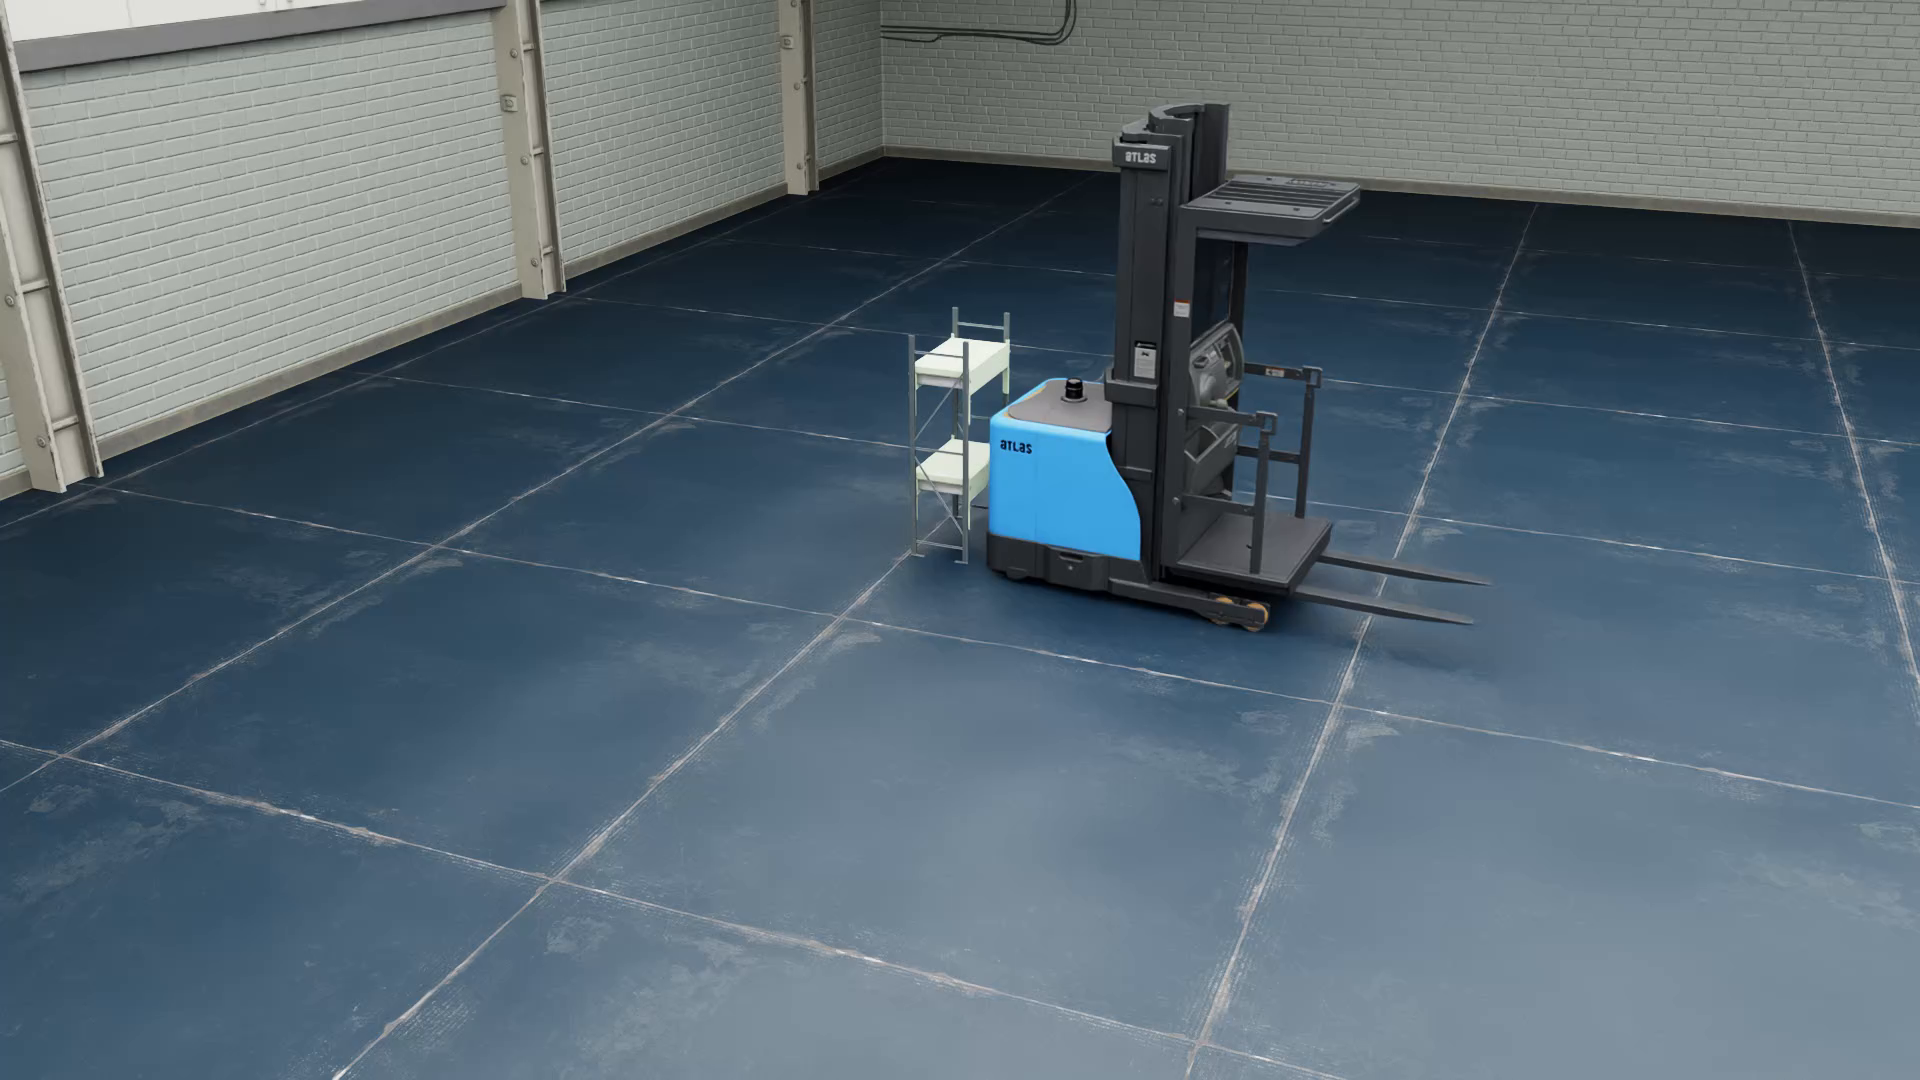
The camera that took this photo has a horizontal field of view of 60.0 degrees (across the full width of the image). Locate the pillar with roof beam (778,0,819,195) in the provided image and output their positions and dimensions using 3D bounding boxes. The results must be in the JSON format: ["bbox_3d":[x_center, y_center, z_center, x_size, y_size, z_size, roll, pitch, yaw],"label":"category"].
[{"bbox_3d":[1.859,-8.264,19.360,9.100,9.000,0.400,9,24,20],"label":"pillar with roof beam"}]

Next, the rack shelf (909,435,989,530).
[{"bbox_3d":[0.002,-0.394,11.092,0.431,0.370,0.720,9,24,20],"label":"rack shelf"}]

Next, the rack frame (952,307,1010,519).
[{"bbox_3d":[0.138,-0.825,11.280,0.400,1.500,0.023,9,24,20],"label":"rack frame"}]

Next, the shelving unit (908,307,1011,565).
[{"bbox_3d":[0.002,-0.694,10.967,0.431,1.500,0.755,9,24,20],"label":"shelving unit"}]

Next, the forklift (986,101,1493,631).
[{"bbox_3d":[1.724,-1.040,9.936,3.031,2.935,1.130,11,25,24],"label":"forklift"}]

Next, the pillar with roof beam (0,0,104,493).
[{"bbox_3d":[-2.599,-3.970,9.079,9.100,9.000,0.400,9,24,20],"label":"pillar with roof beam"}]

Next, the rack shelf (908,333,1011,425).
[{"bbox_3d":[0.002,-1.055,10.816,0.431,0.370,0.720,9,24,20],"label":"rack shelf"}]

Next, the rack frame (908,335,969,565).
[{"bbox_3d":[-0.133,-0.563,10.653,0.400,1.500,0.023,9,24,20],"label":"rack frame"}]

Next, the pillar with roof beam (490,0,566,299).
[{"bbox_3d":[-0.370,-6.117,14.219,9.100,9.000,0.400,9,24,20],"label":"pillar with roof beam"}]

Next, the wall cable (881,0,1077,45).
[{"bbox_3d":[0.184,-8.313,23.504,3.097,2.526,0.112,9,24,20],"label":"wall cable"}]
